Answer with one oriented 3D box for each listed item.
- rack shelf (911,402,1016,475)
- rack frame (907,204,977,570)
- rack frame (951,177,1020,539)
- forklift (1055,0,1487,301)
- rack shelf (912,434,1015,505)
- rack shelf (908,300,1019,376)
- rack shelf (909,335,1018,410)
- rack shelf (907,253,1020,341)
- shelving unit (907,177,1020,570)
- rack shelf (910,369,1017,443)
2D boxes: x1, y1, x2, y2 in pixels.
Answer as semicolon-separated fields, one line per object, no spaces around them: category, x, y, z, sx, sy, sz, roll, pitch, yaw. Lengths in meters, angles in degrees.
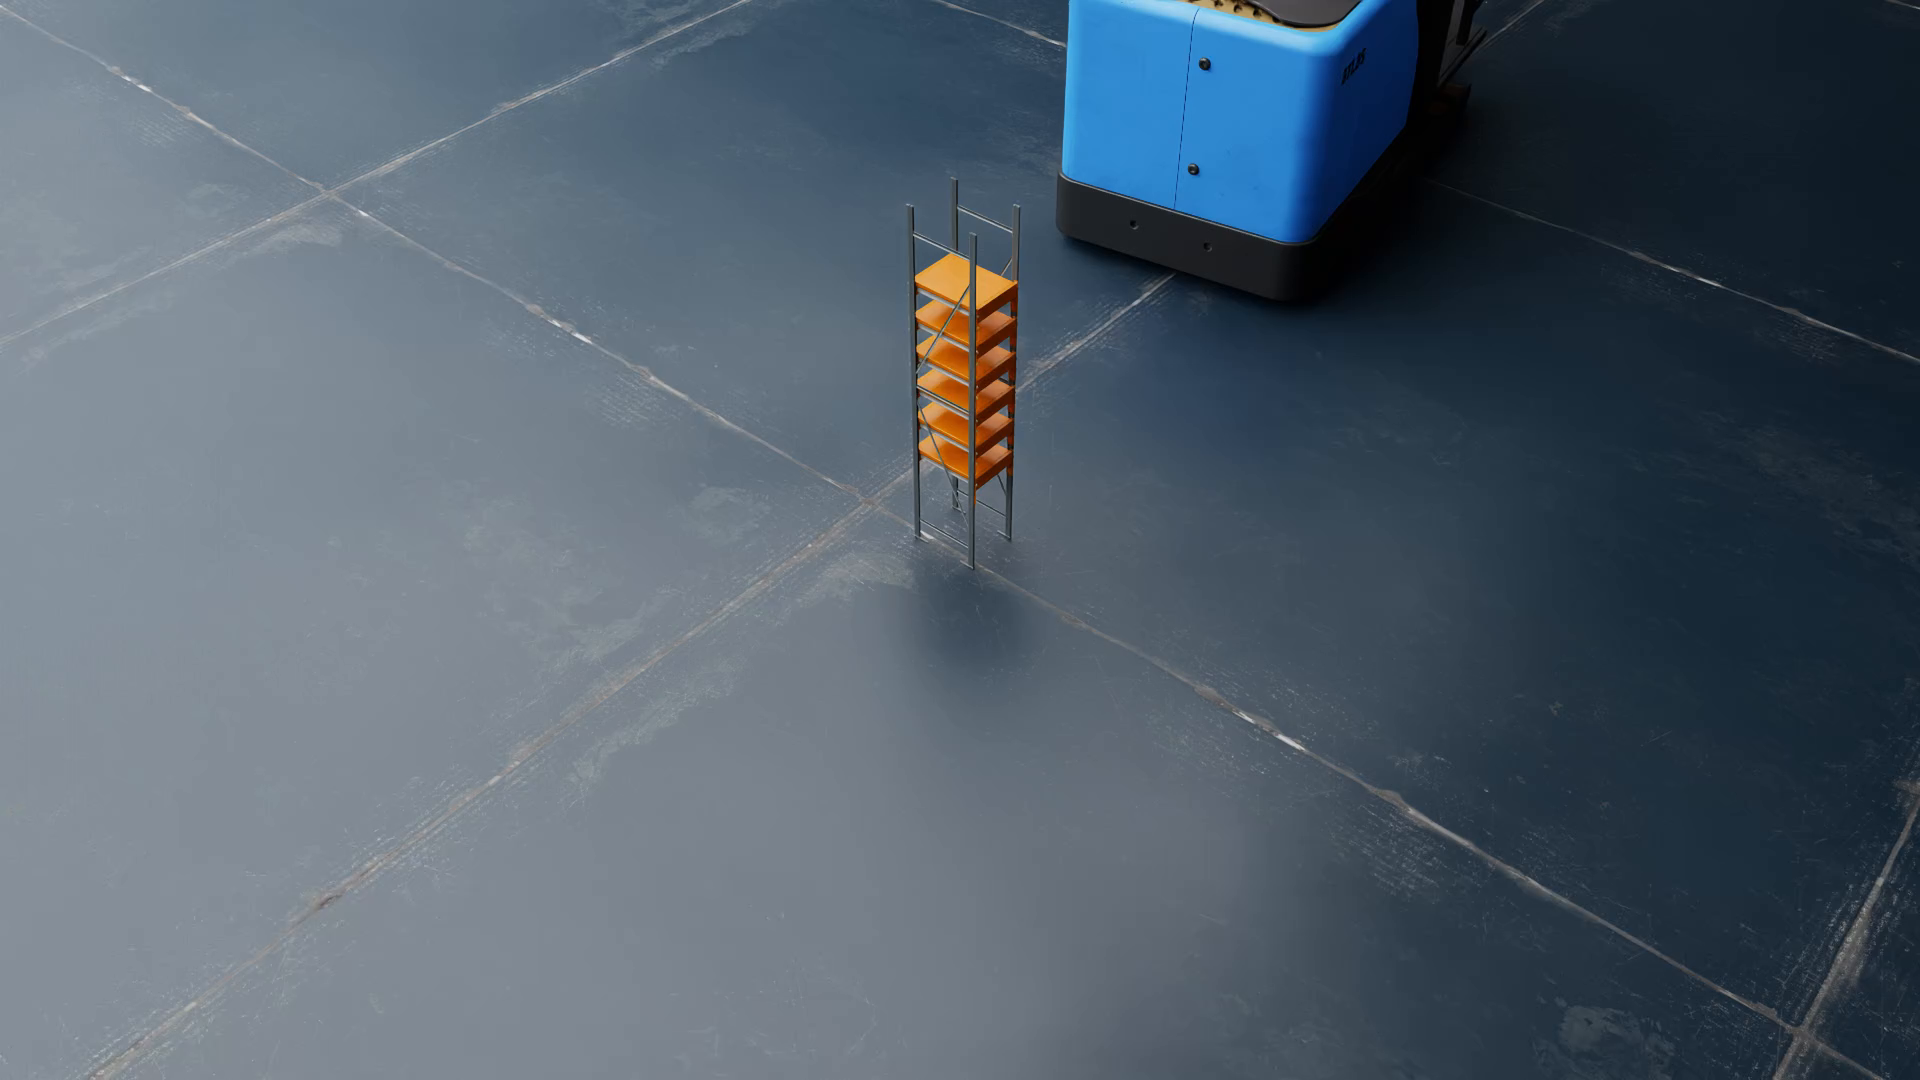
rack shelf;0.009;-0.330;4.965;0.258;0.103;0.180;29;50;28
rack frame;-0.050;-0.404;4.803;0.240;1.200;0.006;29;50;28
rack frame;0.068;-0.498;4.906;0.240;1.200;0.006;29;50;28
forklift;1.561;-2.936;6.300;1.130;2.935;3.031;22;47;22
rack shelf;0.009;-0.241;5.046;0.258;0.103;0.180;29;50;28
rack shelf;0.009;-0.596;4.723;0.258;0.103;0.180;29;50;28
rack shelf;0.009;-0.507;4.804;0.258;0.103;0.180;29;50;28
rack shelf;0.009;-0.685;4.642;0.258;0.103;0.180;29;50;28
shelving unit;0.009;-0.451;4.855;0.258;1.200;0.189;29;50;28
rack shelf;0.009;-0.419;4.884;0.258;0.103;0.180;29;50;28
